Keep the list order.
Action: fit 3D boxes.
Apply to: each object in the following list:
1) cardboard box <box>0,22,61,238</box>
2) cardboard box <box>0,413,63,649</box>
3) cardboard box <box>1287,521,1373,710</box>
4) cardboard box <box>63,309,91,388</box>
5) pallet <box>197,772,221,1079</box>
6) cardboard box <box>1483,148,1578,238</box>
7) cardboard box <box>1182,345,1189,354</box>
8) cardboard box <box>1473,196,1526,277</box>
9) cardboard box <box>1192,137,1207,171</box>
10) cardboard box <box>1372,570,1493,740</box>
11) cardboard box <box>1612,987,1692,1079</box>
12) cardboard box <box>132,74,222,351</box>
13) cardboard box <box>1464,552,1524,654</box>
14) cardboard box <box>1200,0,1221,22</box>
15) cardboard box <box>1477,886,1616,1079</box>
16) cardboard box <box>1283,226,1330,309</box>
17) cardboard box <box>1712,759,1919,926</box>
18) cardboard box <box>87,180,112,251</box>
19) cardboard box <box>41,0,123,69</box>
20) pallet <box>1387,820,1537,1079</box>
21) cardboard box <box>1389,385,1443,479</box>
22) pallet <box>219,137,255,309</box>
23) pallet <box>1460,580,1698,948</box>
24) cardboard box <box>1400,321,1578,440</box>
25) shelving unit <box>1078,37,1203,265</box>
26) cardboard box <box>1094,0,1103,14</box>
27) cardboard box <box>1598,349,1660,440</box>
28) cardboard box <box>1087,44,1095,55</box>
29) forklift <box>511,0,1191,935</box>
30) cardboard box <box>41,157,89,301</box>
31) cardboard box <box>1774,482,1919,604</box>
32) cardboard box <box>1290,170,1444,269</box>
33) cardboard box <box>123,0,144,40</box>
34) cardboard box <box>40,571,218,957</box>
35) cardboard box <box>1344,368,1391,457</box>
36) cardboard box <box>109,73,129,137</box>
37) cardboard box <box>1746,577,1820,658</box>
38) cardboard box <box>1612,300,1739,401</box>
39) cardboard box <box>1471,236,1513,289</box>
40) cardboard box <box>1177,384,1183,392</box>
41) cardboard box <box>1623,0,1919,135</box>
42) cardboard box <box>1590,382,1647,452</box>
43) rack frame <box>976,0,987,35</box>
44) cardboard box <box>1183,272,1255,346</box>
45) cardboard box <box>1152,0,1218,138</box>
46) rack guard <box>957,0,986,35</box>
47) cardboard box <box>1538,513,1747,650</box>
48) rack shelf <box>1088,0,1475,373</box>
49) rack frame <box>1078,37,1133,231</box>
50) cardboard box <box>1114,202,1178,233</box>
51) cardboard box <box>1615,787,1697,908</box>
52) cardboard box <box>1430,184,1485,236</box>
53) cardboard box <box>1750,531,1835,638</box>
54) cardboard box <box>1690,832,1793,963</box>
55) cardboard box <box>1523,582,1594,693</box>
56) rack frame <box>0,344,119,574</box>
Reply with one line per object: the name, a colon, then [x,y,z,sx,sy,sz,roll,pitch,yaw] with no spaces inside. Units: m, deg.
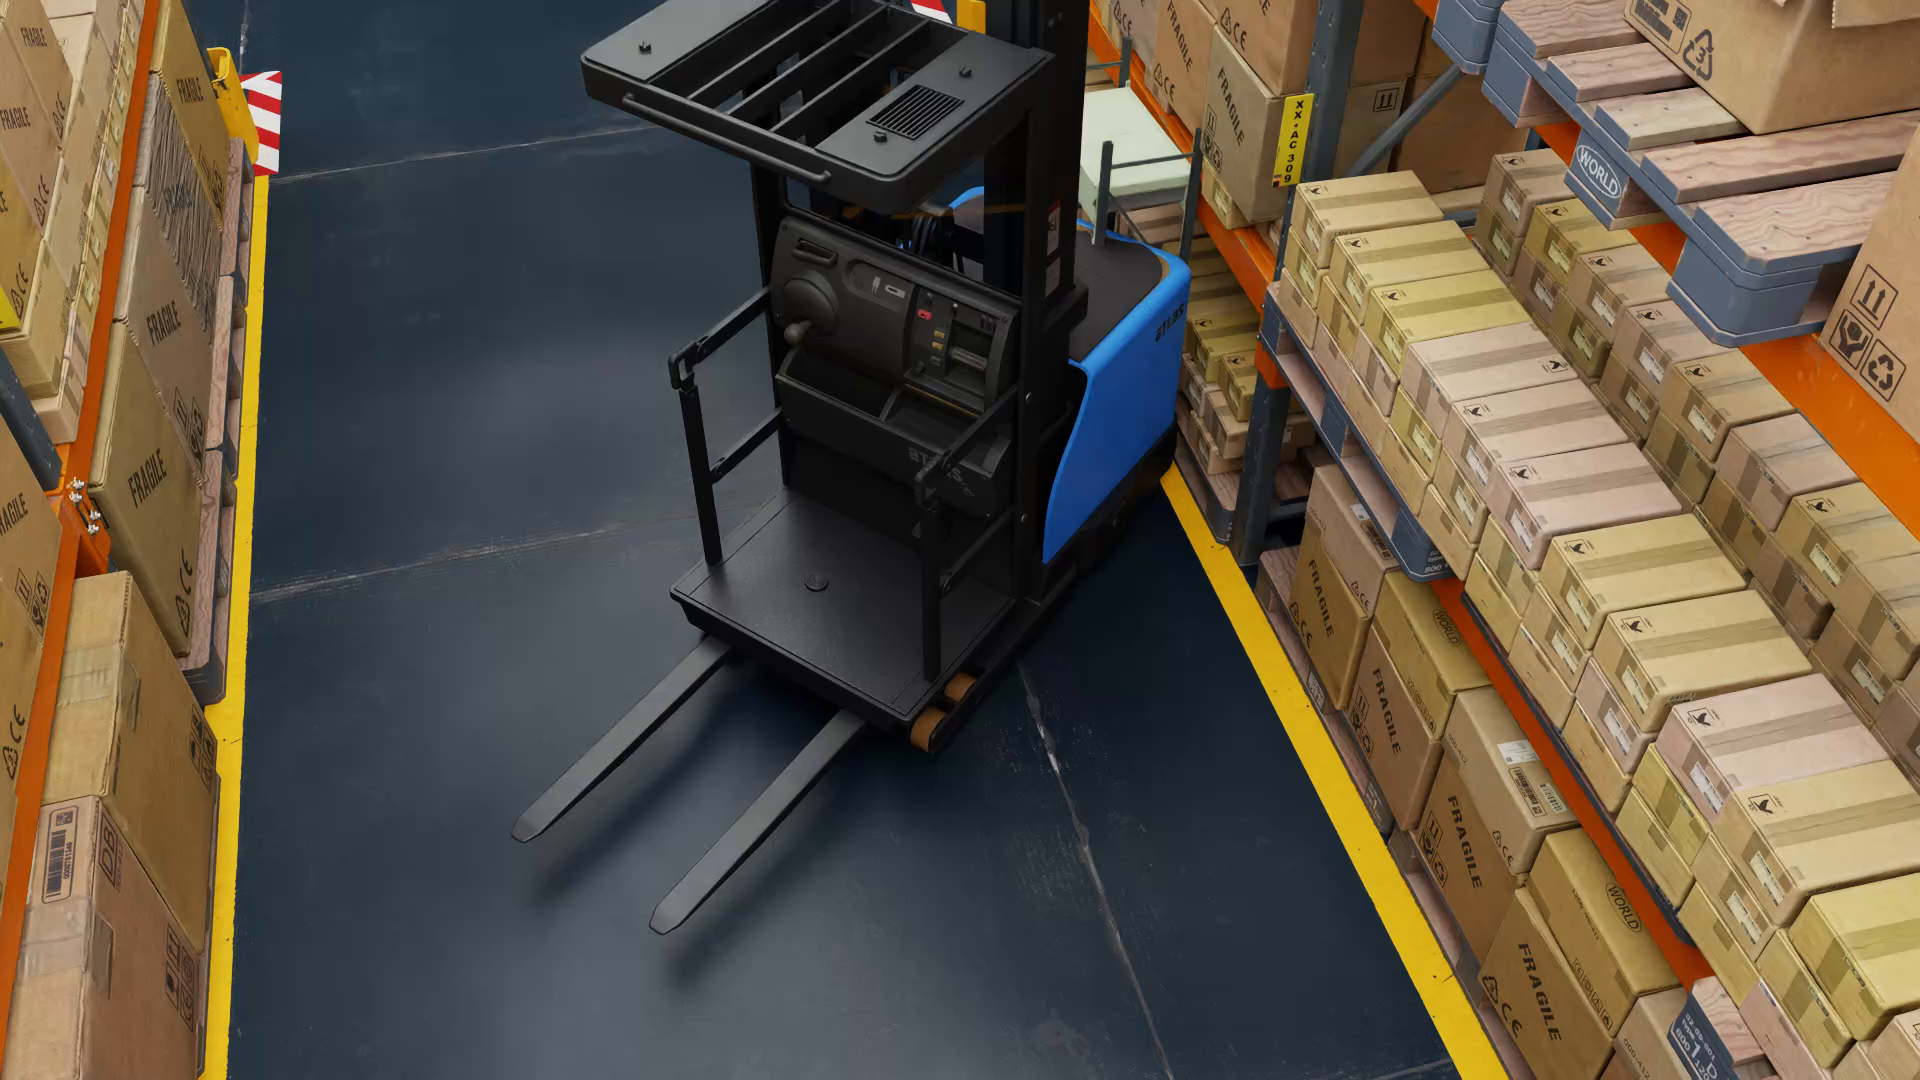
cardboard box: [-3.232,-1.265,5.261,0.500,0.500,0.500,-11,47,-10]
cardboard box: [-2.854,0.006,4.574,0.500,0.500,0.500,-11,47,-10]
cardboard box: [1.515,0.217,5.893,0.500,0.500,0.500,-9,46,-9]
cardboard box: [-3.059,-0.591,5.404,0.380,0.149,0.250,-12,47,-12]
pallet: [-2.968,1.263,5.365,1.003,0.211,1.213,-11,47,-10]
cardboard box: [1.874,-1.095,5.188,0.380,0.149,0.250,-9,46,-8]
cardboard box: [1.028,-0.848,6.975,0.380,0.149,0.250,-12,47,-12]
cardboard box: [1.875,-0.994,5.297,0.380,0.149,0.250,-9,46,-9]
cardboard box: [1.101,-1.489,6.285,0.380,0.149,0.250,-9,46,-9]
cardboard box: [1.655,0.322,5.265,0.500,0.250,0.500,-10,46,-9]
cardboard box: [2.038,1.387,4.222,0.500,0.250,0.500,-10,46,-10]
cardboard box: [-3.788,-1.342,7.158,0.875,0.875,0.875,-11,47,-10]
cardboard box: [1.578,0.128,4.406,0.380,0.149,0.250,-11,47,-11]
cardboard box: [1.063,-2.189,5.817,0.500,0.500,0.500,-12,47,-12]
cardboard box: [1.905,1.293,4.839,0.500,0.500,0.500,-13,47,-12]
cardboard box: [1.239,-0.876,5.182,0.380,0.149,0.250,-10,46,-10]
cardboard box: [1.837,0.632,3.495,0.380,0.149,0.250,-9,46,-9]
cardboard box: [-3.262,-1.130,5.933,0.380,0.149,0.250,-11,47,-11]
cardboard box: [-3.621,-2.058,6.563,0.500,0.250,0.500,-12,47,-12]
pallet: [2.099,1.288,5.340,1.003,0.211,1.213,-11,47,-10]
cardboard box: [1.441,-0.340,4.657,0.380,0.149,0.250,-13,47,-12]
pallet: [-3.982,-1.480,8.053,1.003,0.211,1.213,-11,47,-10]
pallet: [2.060,0.400,4.392,1.003,0.211,1.213,-11,47,-10]
cardboard box: [1.441,-0.439,4.545,0.380,0.149,0.250,-11,47,-11]
shelving unit: [0.586,-1.168,6.814,0.431,1.500,0.755,-11,45,-13]
cardboard box: [0.773,-2.392,7.169,0.380,0.149,0.250,-9,46,-9]
cardboard box: [2.079,-0.452,4.767,0.380,0.149,0.250,-12,47,-12]
cardboard box: [0.492,-2.399,8.286,0.380,0.149,0.250,-11,47,-10]
forklift: [-0.355,-0.655,5.340,1.130,2.935,3.031,26,51,23]
cardboard box: [-3.227,-1.000,5.527,0.500,0.250,0.500,-11,47,-11]
cardboard box: [2.277,-0.009,4.124,0.380,0.149,0.250,-11,47,-11]
cardboard box: [1.239,-0.980,5.076,0.380,0.149,0.250,-9,46,-8]
cardboard box: [-3.658,-2.194,6.976,0.380,0.149,0.250,-10,46,-10]
cardboard box: [-3.055,0.803,5.057,1.225,0.875,0.875,-11,47,-10]
cardboard box: [1.376,-0.409,4.932,0.380,0.149,0.250,-10,46,-10]
cardboard box: [-3.461,-1.665,6.457,0.380,0.149,0.250,-10,46,-10]
cardboard box: [2.281,0.193,4.343,0.380,0.149,0.250,-12,47,-12]
cardboard box: [2.075,-0.550,4.654,0.380,0.149,0.250,-11,47,-10]
cardboard box: [1.876,-0.890,5.404,0.380,0.149,0.250,-12,47,-11]
cardboard box: [1.037,-0.792,7.128,0.380,0.149,0.250,-12,47,-12]
cardboard box: [1.851,-1.212,3.371,0.797,0.503,0.637,-11,47,-11]
cardboard box: [2.069,-0.365,4.890,0.380,0.149,0.250,-13,47,-12]
rack frame: [0.559,-3.831,8.404,1.000,3.000,0.127,-11,47,-10]
cardboard box: [1.066,-0.964,6.880,0.380,0.149,0.250,-11,47,-11]
cardboard box: [1.054,-1.849,6.184,0.500,0.500,0.500,-12,47,-11]
rack guard: [0.578,-2.903,9.245,1.175,0.500,0.348,-11,47,-10]
cardboard box: [1.643,0.098,4.019,0.380,0.149,0.250,-9,46,-9]
rack shelf: [1.071,-2.198,7.308,1.077,0.370,4.000,-11,47,-10]
rack frame: [0.476,-1.410,7.066,0.400,1.500,0.023,-11,45,-13]
cardboard box: [0.835,-1.512,7.417,0.380,0.149,0.250,-12,47,-12]
cardboard box: [1.777,0.669,3.876,0.380,0.149,0.250,-13,47,-12]
cardboard box: [1.826,-1.237,6.038,0.380,0.149,0.250,-9,46,-9]
cardboard box: [2.273,0.084,4.241,0.380,0.149,0.250,-9,46,-9]
cardboard box: [1.837,0.734,3.605,0.380,0.149,0.250,-11,47,-10]
cardboard box: [1.641,0.203,4.124,0.380,0.149,0.250,-12,47,-11]
rack frame: [-3.238,-0.232,4.877,1.000,3.000,0.127,-11,47,-10]
